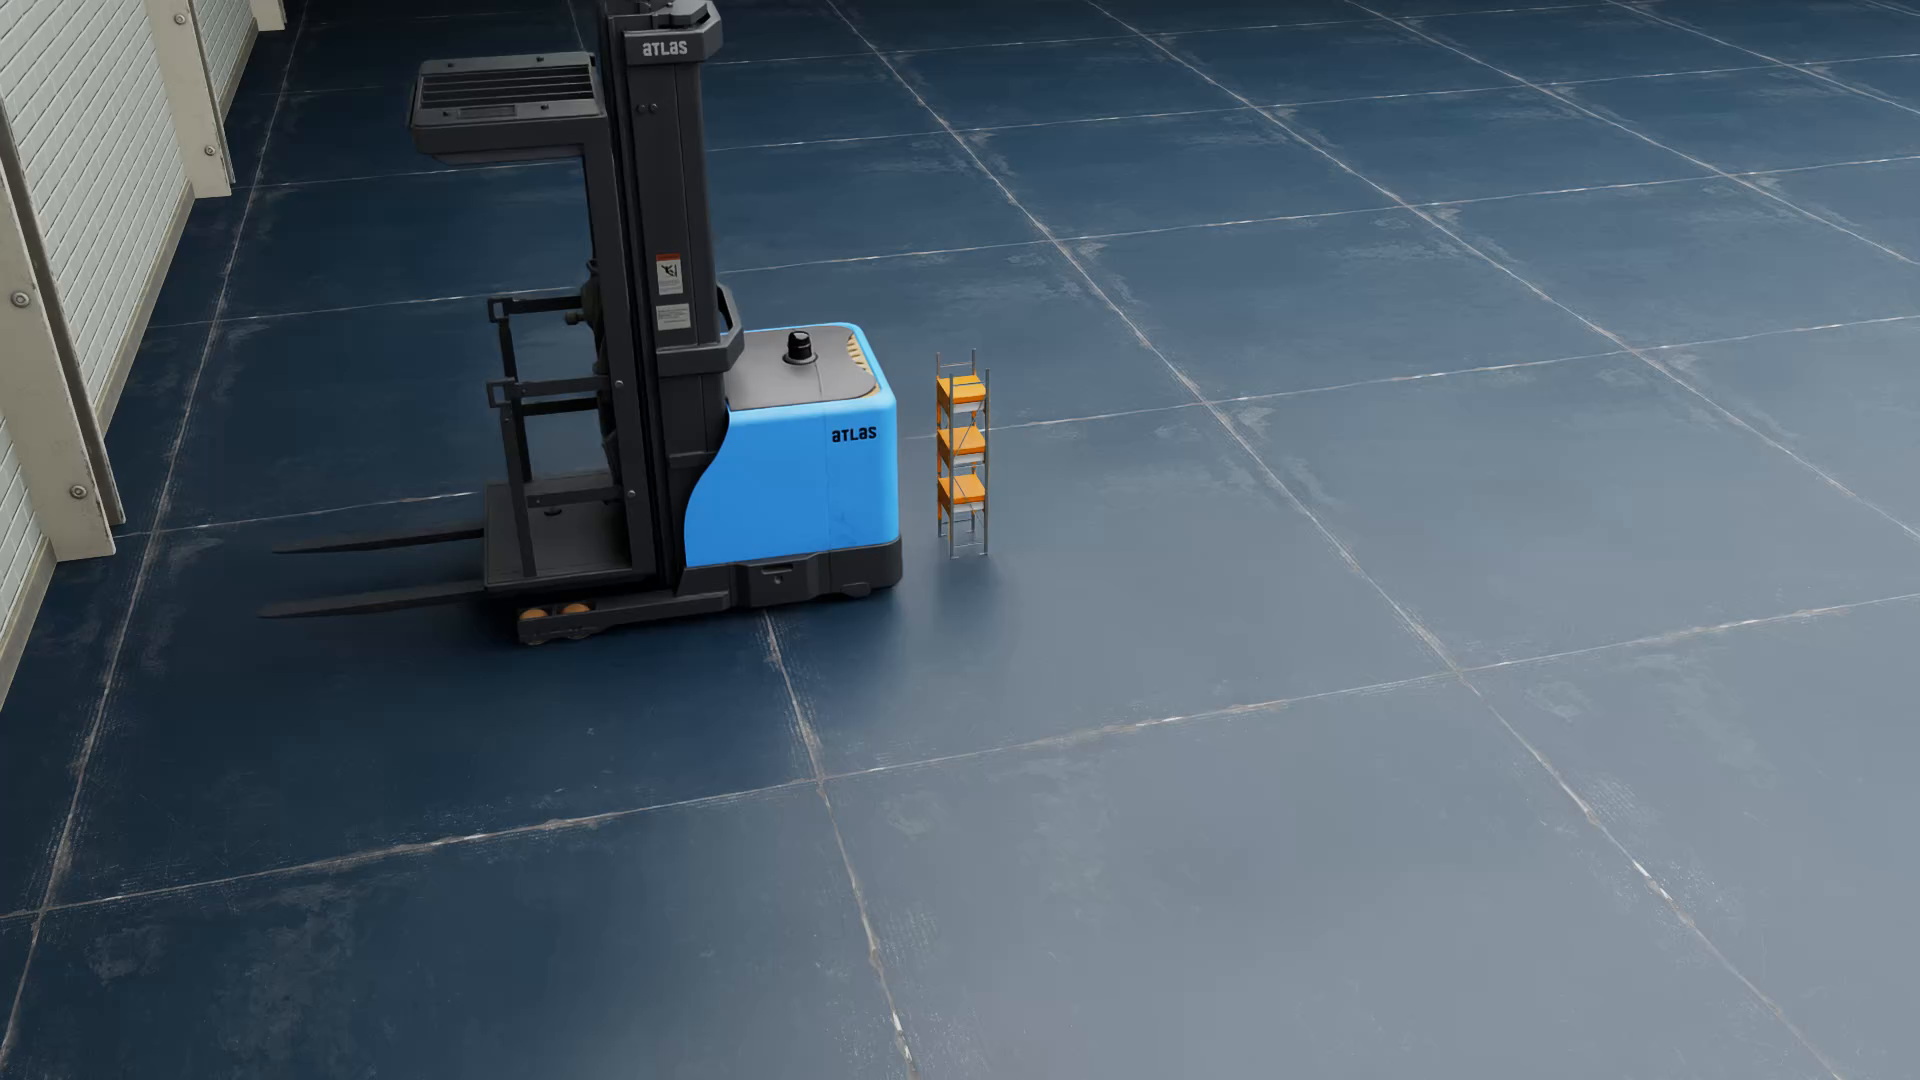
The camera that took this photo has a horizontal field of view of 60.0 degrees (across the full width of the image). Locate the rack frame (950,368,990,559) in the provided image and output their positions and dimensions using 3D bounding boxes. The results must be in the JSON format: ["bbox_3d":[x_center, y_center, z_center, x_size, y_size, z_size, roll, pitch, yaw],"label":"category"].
[{"bbox_3d":[0.047,-0.370,8.341,0.200,1.050,0.008,-8,31,-13],"label":"rack frame"}]

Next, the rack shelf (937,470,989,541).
[{"bbox_3d":[0.014,-0.179,8.587,0.215,0.259,0.240,-8,31,-13],"label":"rack shelf"}]

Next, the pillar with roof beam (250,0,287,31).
[{"bbox_3d":[-3.620,-10.263,17.498,9.100,9.000,0.400,-8,31,-13],"label":"pillar with roof beam"}]

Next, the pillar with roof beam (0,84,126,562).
[{"bbox_3d":[-0.435,-4.467,7.484,9.100,9.000,0.400,-8,31,-13],"label":"pillar with roof beam"}]

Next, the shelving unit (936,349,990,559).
[{"bbox_3d":[0.014,-0.429,8.442,0.215,1.050,0.252,-8,31,-13],"label":"shelving unit"}]

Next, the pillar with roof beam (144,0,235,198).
[{"bbox_3d":[-2.027,-7.365,12.491,9.100,9.000,0.400,-8,31,-13],"label":"pillar with roof beam"}]

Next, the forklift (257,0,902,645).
[{"bbox_3d":[-1.861,-1.064,7.662,3.031,2.935,1.130,-7,31,-12],"label":"forklift"}]

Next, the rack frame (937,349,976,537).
[{"bbox_3d":[-0.018,-0.487,8.544,0.200,1.050,0.008,-8,31,-13],"label":"rack frame"}]

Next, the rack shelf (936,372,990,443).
[{"bbox_3d":[0.014,-0.665,8.305,0.215,0.259,0.240,-8,31,-13],"label":"rack shelf"}]

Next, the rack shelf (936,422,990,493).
[{"bbox_3d":[0.014,-0.419,8.448,0.215,0.259,0.240,-8,31,-13],"label":"rack shelf"}]
